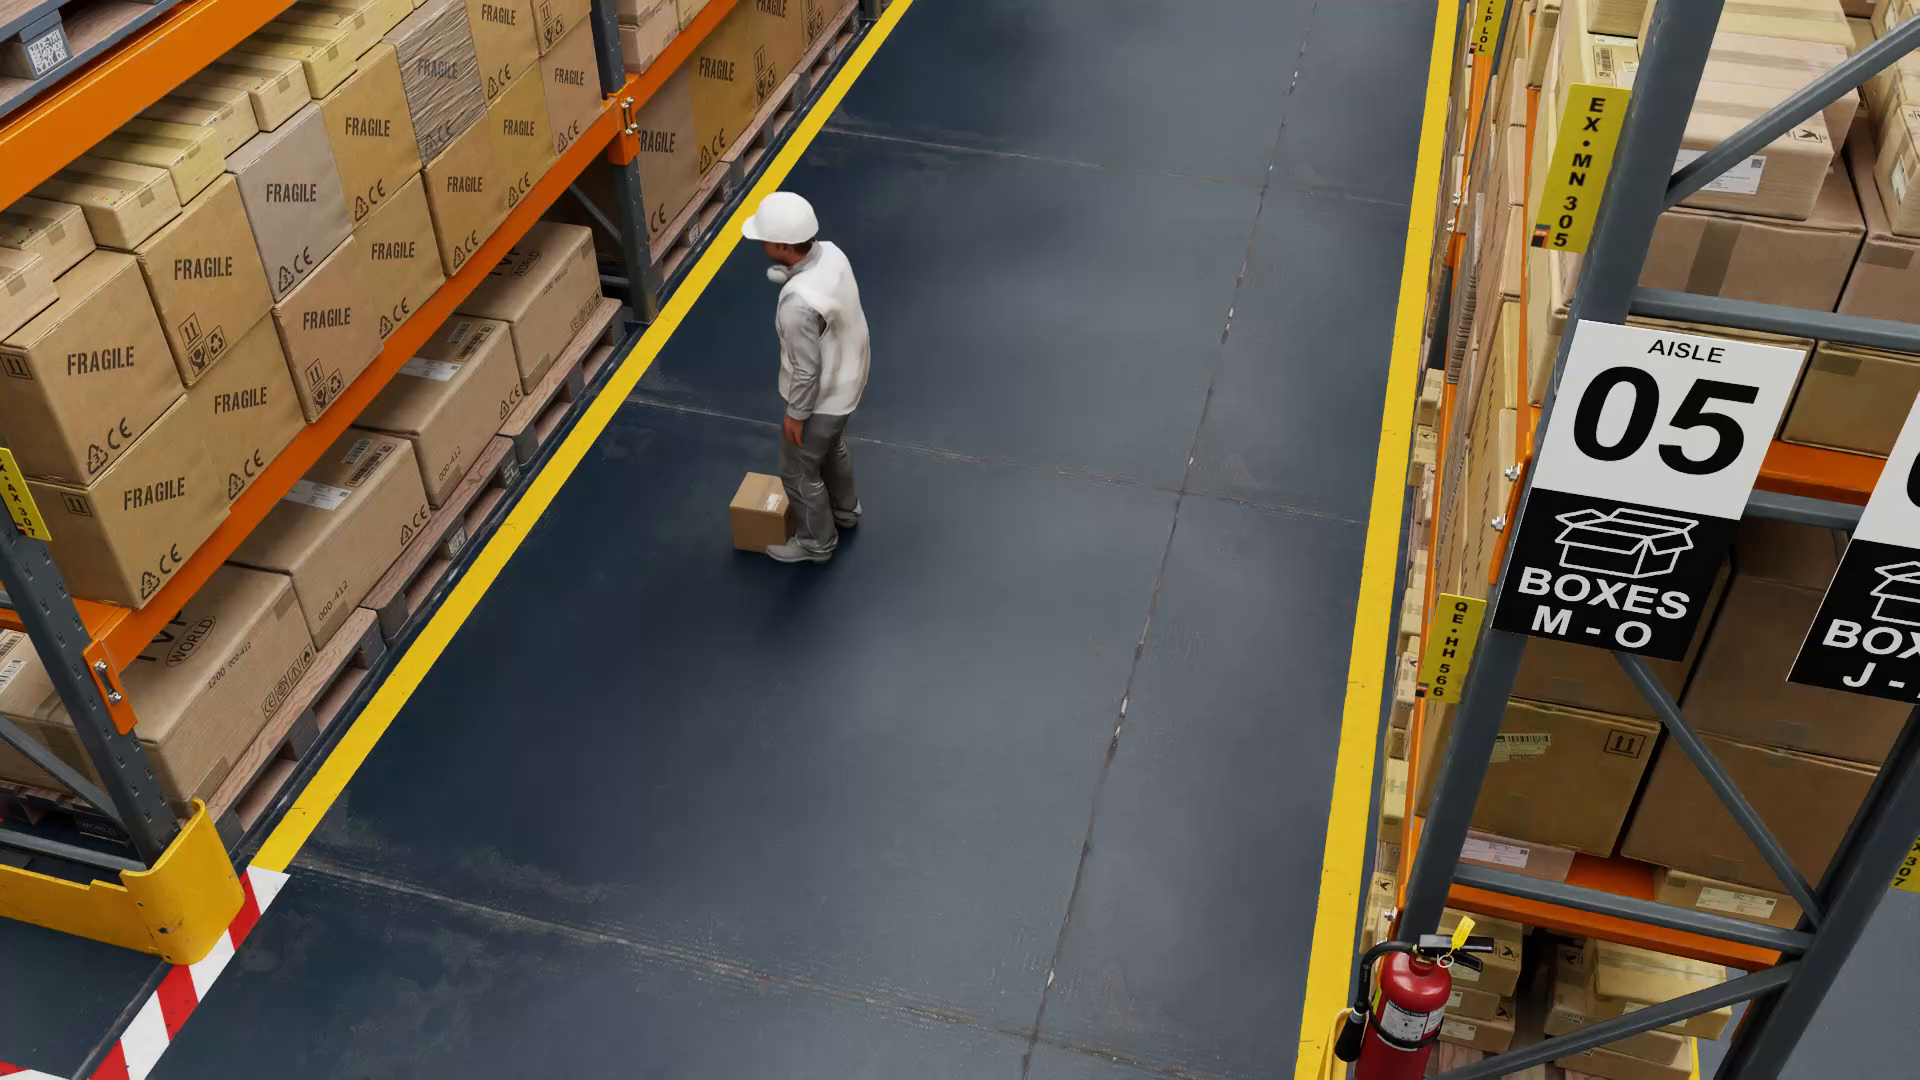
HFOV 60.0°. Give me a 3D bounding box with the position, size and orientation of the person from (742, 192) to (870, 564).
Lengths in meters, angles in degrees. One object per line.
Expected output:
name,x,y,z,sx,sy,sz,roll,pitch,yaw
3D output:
person,-0.611,-0.649,6.892,0.476,1.769,0.581,8,41,9
